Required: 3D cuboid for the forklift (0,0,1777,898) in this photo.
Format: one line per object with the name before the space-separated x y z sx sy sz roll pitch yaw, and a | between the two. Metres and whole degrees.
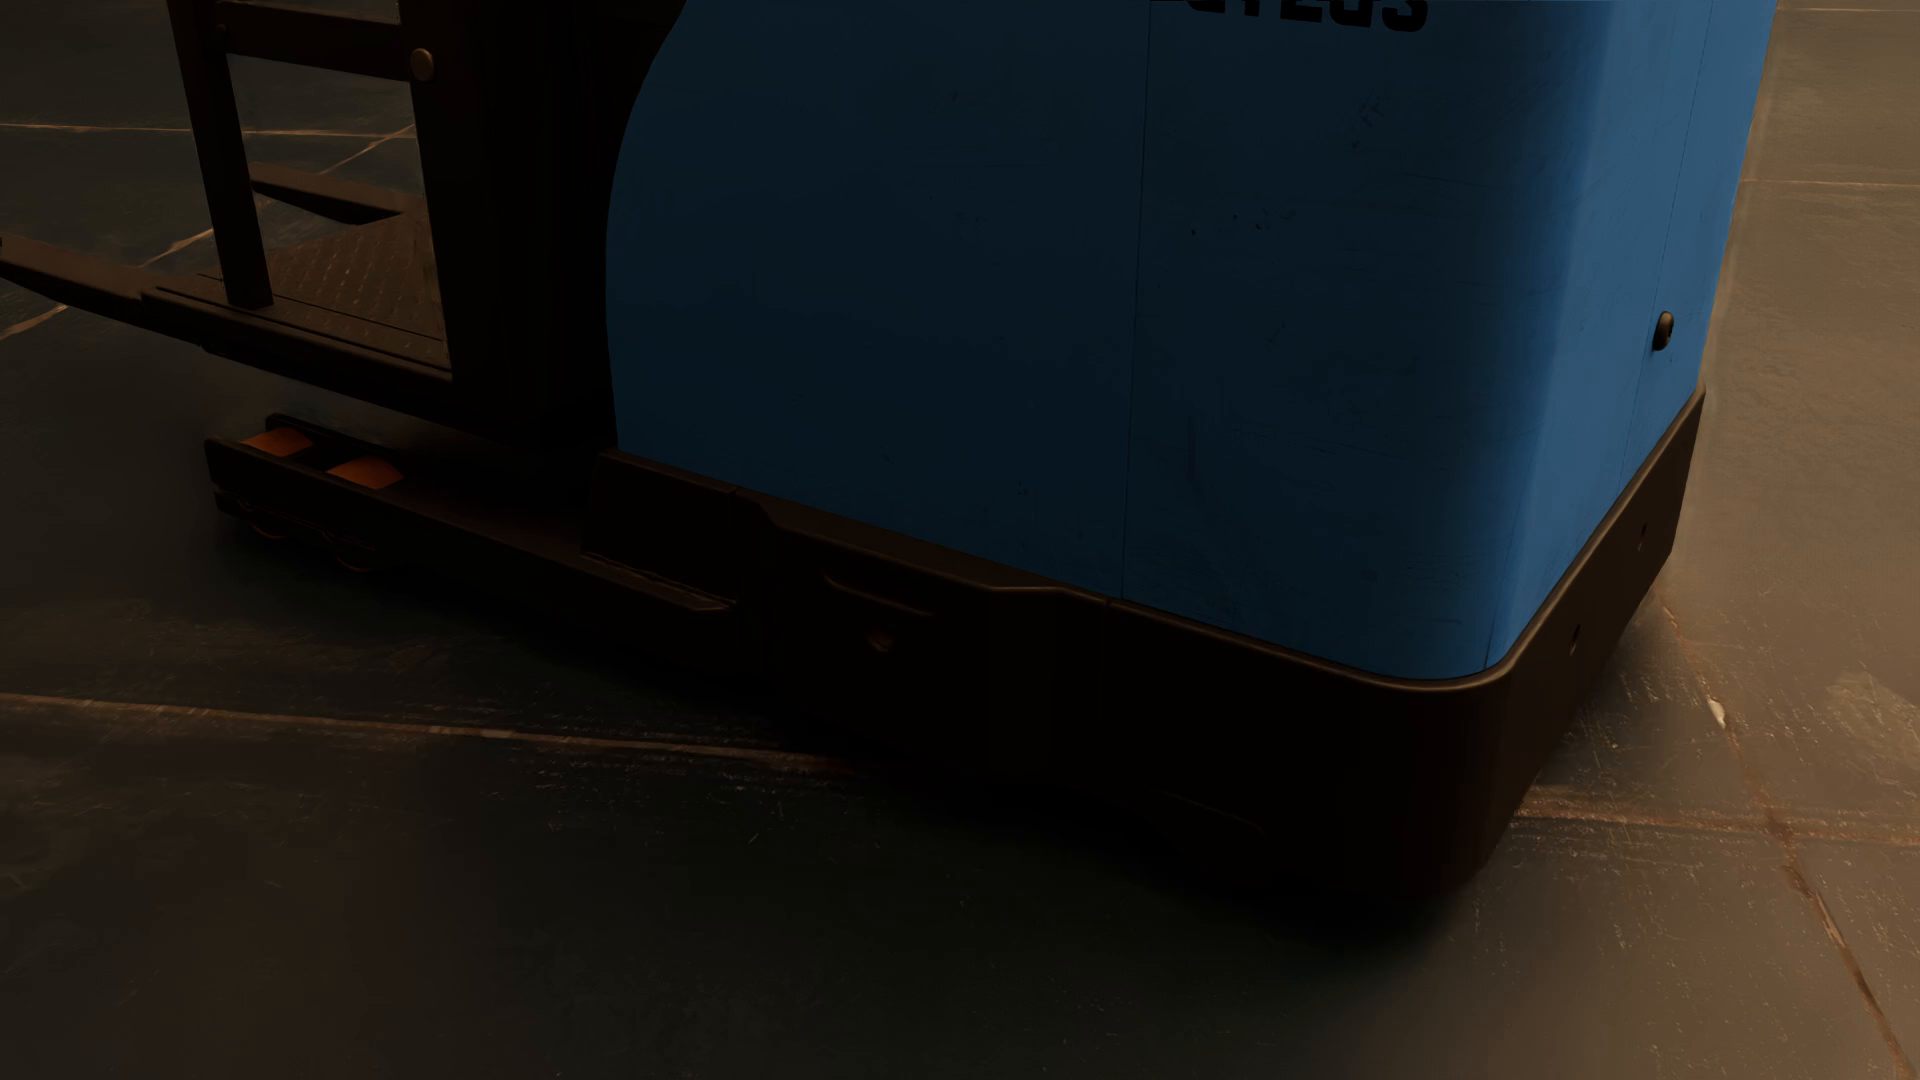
forklift | -0.514 -1.443 2.110 3.031 2.935 1.130 16 31 29
